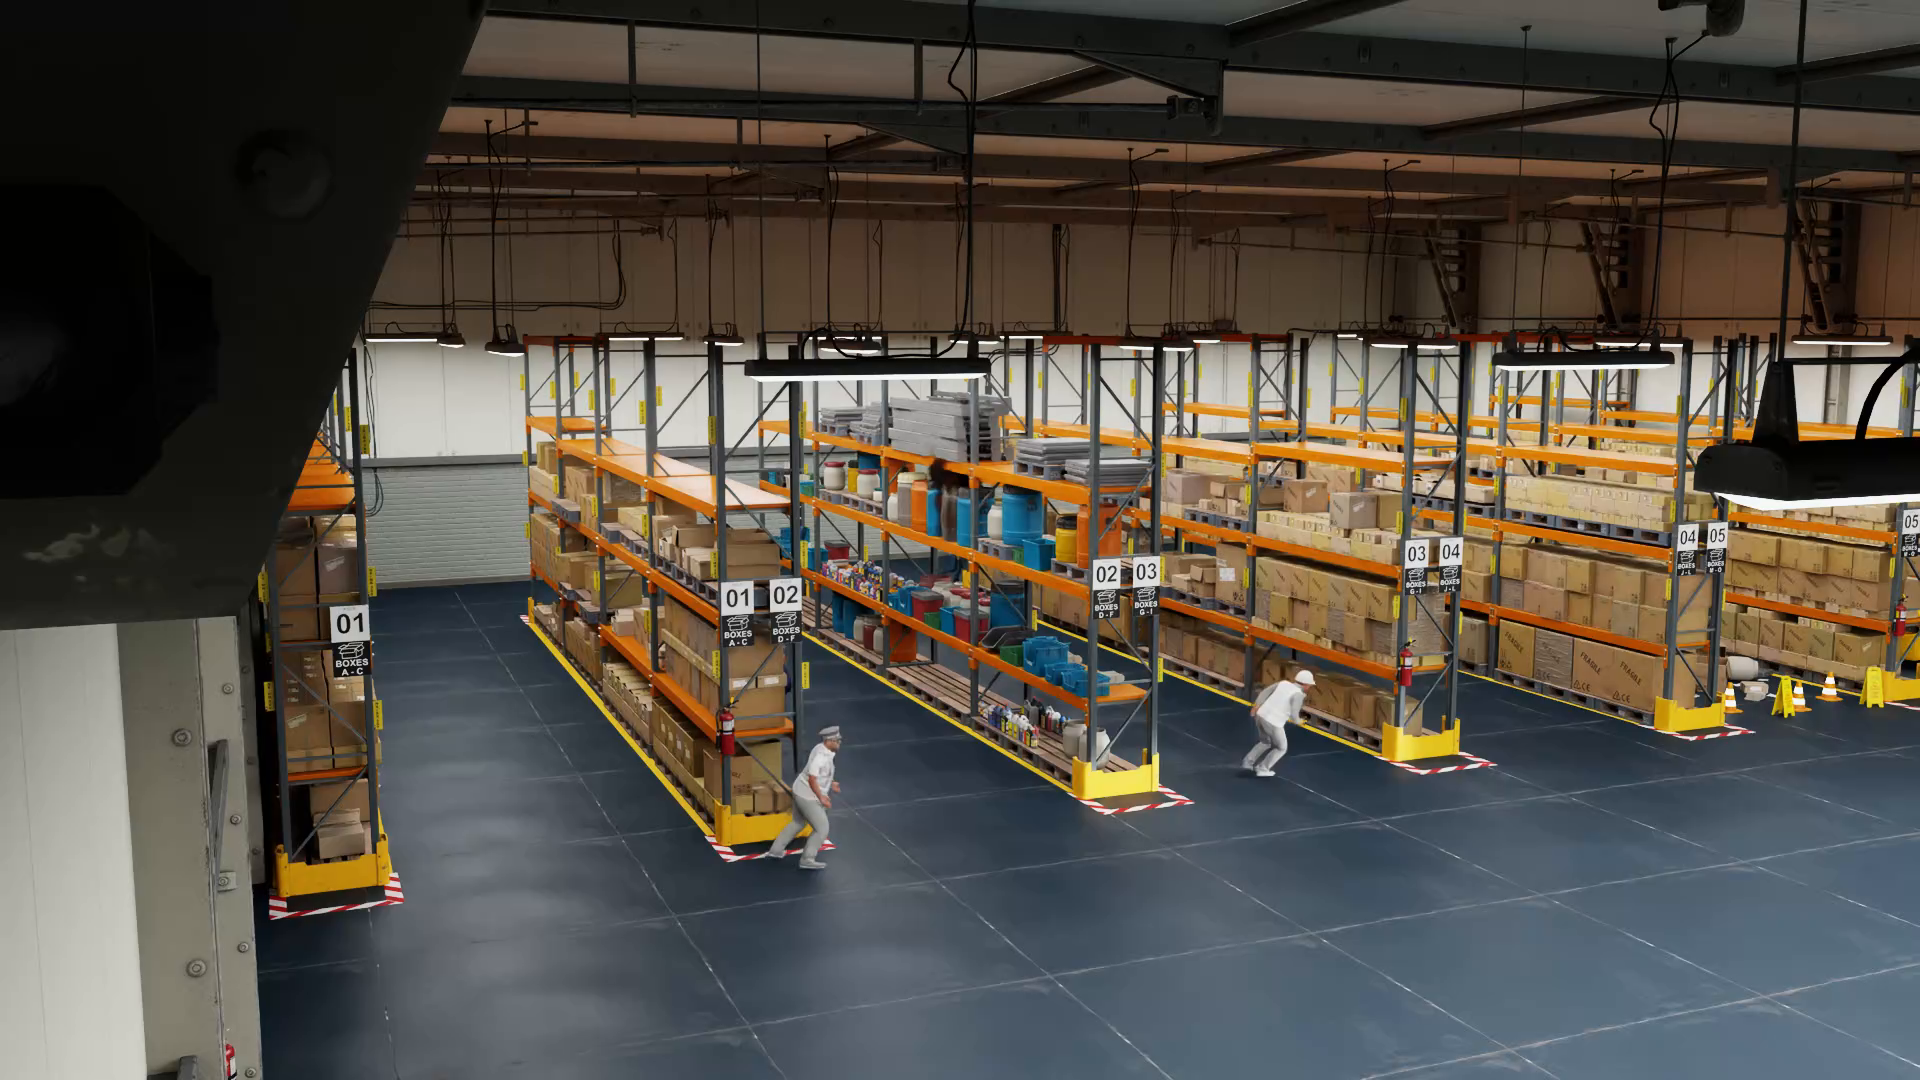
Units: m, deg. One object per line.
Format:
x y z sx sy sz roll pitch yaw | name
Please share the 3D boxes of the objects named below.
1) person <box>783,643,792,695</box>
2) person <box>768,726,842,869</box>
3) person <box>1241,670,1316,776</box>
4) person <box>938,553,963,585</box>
-2.988 2.029 26.611 0.867 1.546 0.613 7 10 43 | person
-1.780 2.971 19.212 0.878 1.676 0.696 -2 8 -15 | person
4.425 2.545 23.029 0.955 1.502 0.663 -3 8 -22 | person
-0.228 0.315 39.548 0.695 1.547 0.574 -1 8 -7 | person
